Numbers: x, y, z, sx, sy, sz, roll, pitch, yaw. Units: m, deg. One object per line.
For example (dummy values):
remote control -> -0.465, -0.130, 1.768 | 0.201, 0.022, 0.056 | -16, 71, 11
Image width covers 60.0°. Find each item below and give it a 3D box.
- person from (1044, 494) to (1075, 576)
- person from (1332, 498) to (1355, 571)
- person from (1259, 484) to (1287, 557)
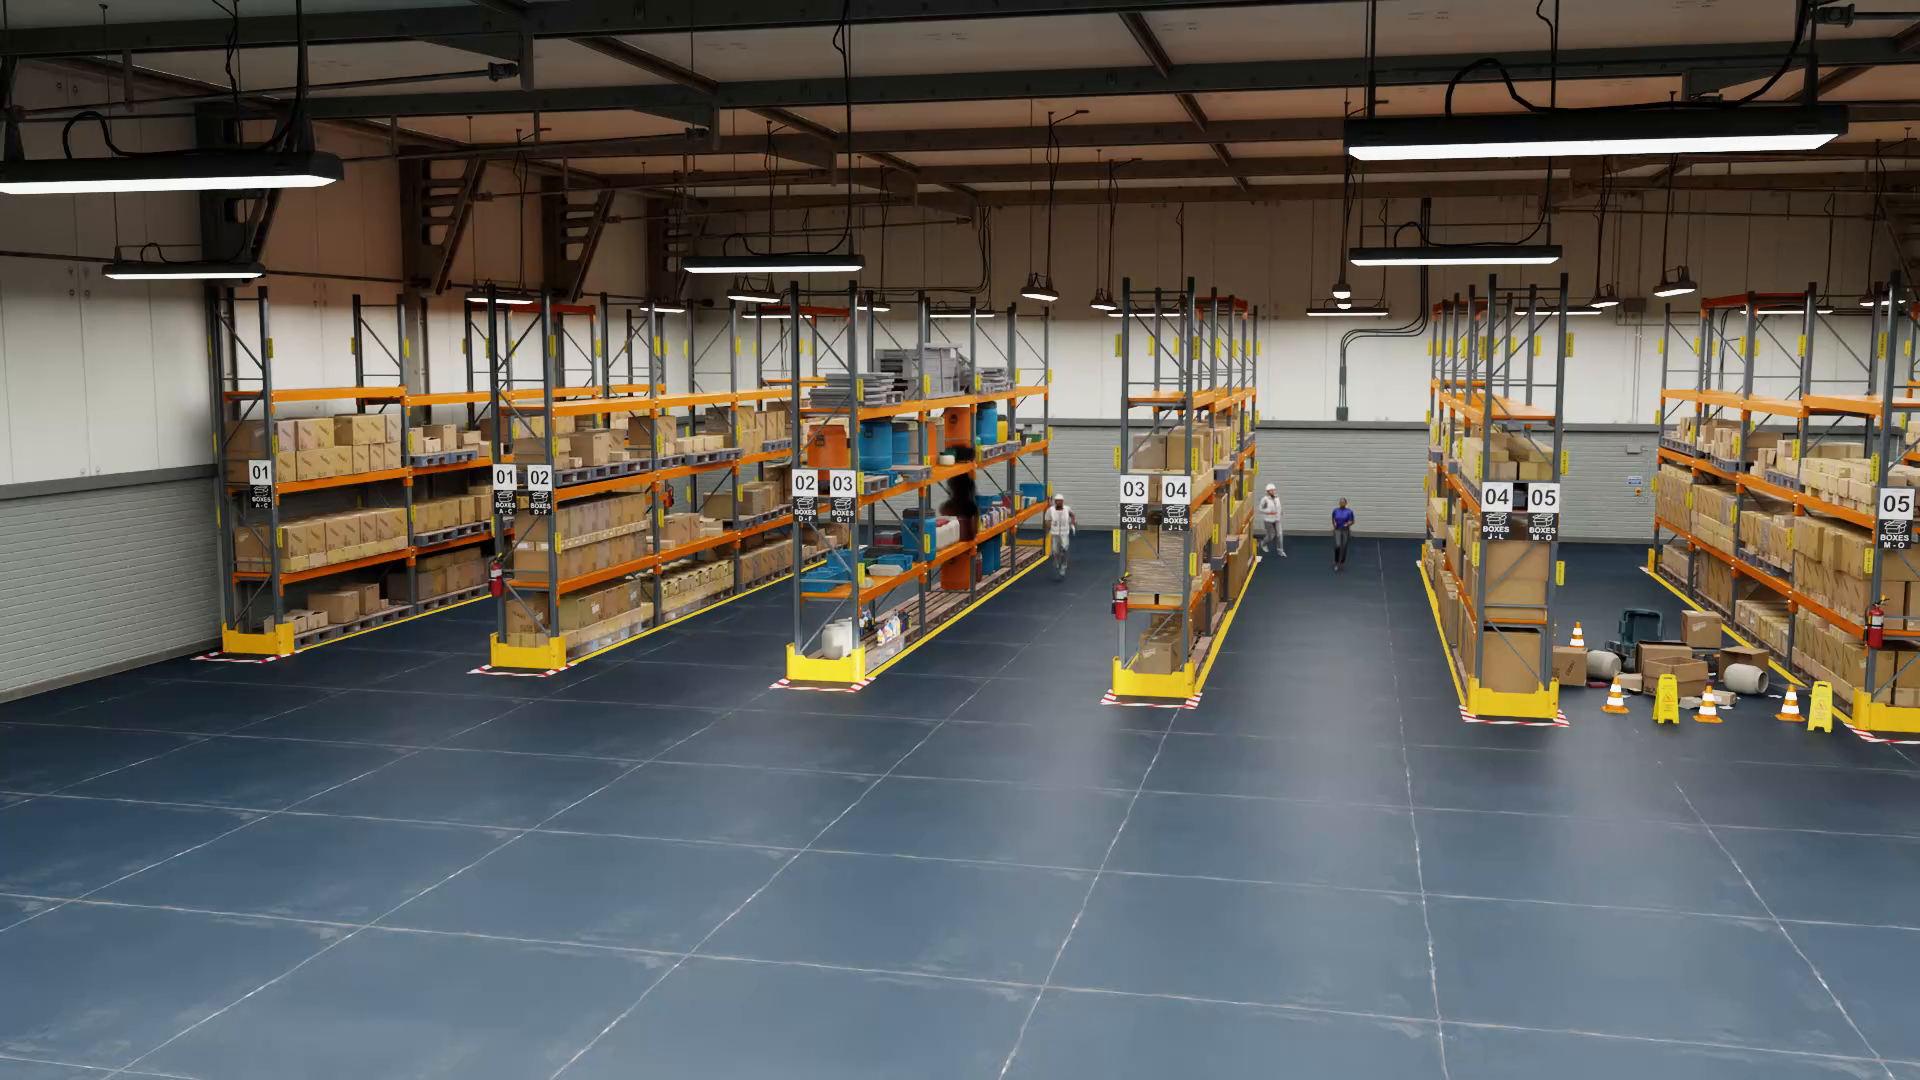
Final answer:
person -> 2.138, -0.120, 35.642 | 0.663, 1.750, 0.852 | 0, 7, 3
person -> 8.692, -0.137, 37.753 | 0.504, 1.662, 0.787 | 2, 7, 13
person -> 7.533, -0.485, 40.307 | 0.704, 1.754, 0.882 | -3, 7, -27
